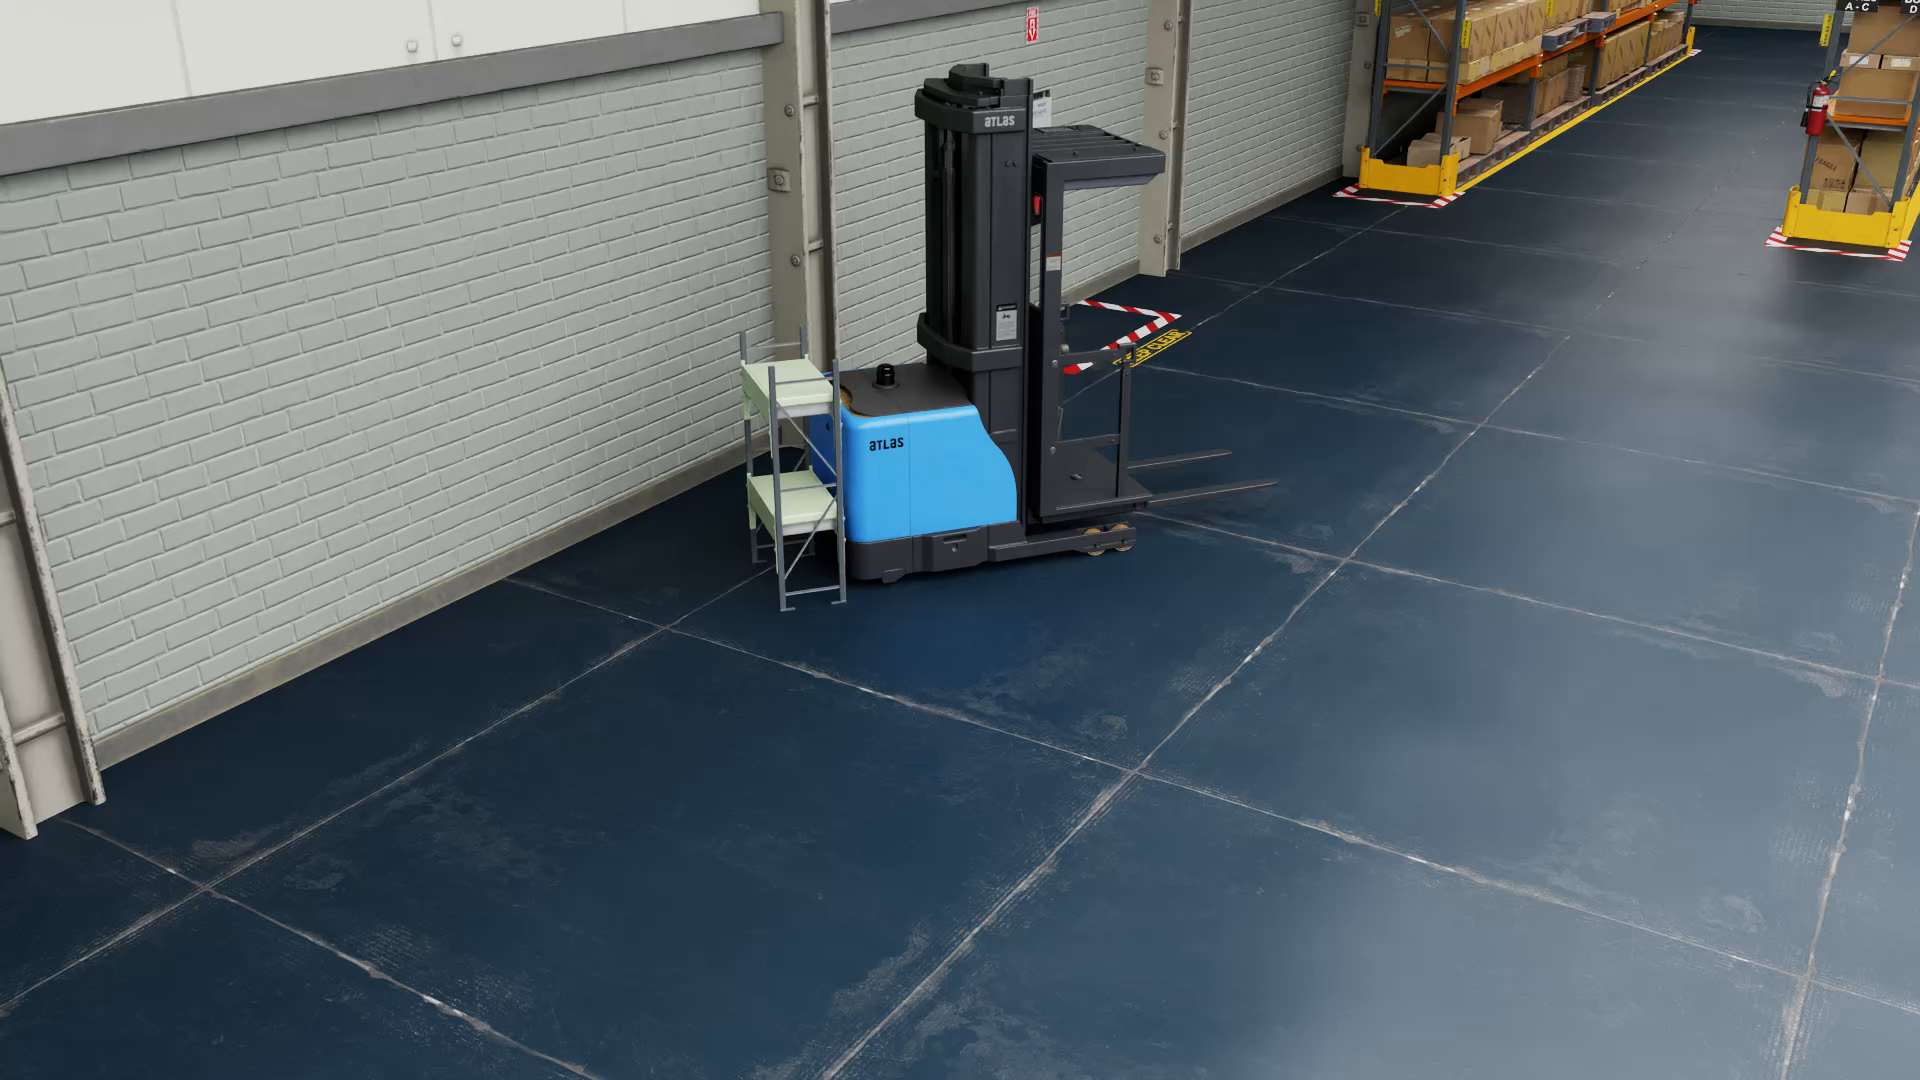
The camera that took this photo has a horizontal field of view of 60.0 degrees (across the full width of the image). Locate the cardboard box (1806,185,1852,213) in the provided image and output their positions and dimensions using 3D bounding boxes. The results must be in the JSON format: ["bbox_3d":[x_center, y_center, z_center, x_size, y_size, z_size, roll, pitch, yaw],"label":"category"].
[{"bbox_3d":[9.818,-3.901,18.918,0.500,0.250,0.500,14,27,29],"label":"cardboard box"}]

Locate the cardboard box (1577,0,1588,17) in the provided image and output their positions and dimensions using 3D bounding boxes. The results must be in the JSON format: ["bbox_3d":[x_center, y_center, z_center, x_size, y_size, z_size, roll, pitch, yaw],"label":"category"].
[{"bbox_3d":[9.284,-8.357,25.599,0.700,0.500,0.500,11,26,24],"label":"cardboard box"}]

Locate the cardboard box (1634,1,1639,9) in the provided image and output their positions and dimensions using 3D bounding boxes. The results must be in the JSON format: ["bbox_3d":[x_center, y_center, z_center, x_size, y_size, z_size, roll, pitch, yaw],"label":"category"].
[{"bbox_3d":[11.405,-9.197,28.509,0.380,0.149,0.250,14,27,29],"label":"cardboard box"}]

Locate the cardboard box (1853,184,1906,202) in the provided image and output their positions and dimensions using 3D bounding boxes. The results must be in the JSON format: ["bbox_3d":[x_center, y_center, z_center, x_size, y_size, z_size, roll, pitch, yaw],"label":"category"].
[{"bbox_3d":[10.519,-3.962,19.059,0.500,0.250,0.500,14,27,29],"label":"cardboard box"}]

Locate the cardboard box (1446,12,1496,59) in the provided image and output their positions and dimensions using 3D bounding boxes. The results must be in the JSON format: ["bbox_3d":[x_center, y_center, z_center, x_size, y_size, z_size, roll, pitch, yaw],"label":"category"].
[{"bbox_3d":[6.352,-6.312,20.773,0.500,0.500,0.500,14,27,29],"label":"cardboard box"}]

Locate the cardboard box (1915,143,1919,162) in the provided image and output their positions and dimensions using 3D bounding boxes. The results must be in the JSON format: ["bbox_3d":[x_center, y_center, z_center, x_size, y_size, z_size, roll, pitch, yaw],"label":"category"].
[{"bbox_3d":[11.303,-4.814,20.084,0.500,0.500,0.500,14,27,29],"label":"cardboard box"}]

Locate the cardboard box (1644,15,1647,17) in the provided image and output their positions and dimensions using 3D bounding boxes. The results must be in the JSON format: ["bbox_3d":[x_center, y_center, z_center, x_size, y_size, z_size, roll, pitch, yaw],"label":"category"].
[{"bbox_3d":[12.960,-9.906,31.659,0.380,0.149,0.250,14,27,29],"label":"cardboard box"}]

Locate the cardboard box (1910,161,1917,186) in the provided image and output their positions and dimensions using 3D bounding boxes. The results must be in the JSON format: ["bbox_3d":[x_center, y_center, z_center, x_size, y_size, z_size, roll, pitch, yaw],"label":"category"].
[{"bbox_3d":[11.314,-4.467,20.226,0.500,0.250,0.500,14,27,29],"label":"cardboard box"}]

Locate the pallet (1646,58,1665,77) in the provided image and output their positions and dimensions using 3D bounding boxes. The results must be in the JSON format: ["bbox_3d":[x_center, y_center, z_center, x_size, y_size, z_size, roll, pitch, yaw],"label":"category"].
[{"bbox_3d":[12.373,-8.775,30.754,1.003,0.211,1.213,14,27,29],"label":"pallet"}]

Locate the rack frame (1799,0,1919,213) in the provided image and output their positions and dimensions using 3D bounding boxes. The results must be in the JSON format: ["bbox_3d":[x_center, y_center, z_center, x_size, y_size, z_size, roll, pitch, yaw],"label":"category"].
[{"bbox_3d":[9.786,-4.727,17.894,1.000,3.000,0.127,14,27,29],"label":"rack frame"}]

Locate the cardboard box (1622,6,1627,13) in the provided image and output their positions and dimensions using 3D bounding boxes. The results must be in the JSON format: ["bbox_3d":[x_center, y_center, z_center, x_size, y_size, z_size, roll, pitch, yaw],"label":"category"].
[{"bbox_3d":[10.966,-8.941,27.918,0.380,0.149,0.250,14,27,29],"label":"cardboard box"}]

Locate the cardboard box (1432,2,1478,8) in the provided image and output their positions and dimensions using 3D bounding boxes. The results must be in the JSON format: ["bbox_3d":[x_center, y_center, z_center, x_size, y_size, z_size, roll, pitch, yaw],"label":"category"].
[{"bbox_3d":[6.452,-6.766,21.822,0.500,0.500,0.500,14,27,30],"label":"cardboard box"}]

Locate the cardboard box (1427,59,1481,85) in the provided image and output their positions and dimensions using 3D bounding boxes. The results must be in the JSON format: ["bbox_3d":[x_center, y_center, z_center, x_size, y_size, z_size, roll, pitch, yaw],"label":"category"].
[{"bbox_3d":[6.103,-5.803,20.542,0.500,0.250,0.500,13,27,27],"label":"cardboard box"}]

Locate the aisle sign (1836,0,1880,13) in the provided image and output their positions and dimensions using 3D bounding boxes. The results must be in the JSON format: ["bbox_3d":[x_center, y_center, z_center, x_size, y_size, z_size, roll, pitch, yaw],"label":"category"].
[{"bbox_3d":[9.502,-5.960,17.469,0.394,0.787,0.004,14,27,29],"label":"aisle sign"}]

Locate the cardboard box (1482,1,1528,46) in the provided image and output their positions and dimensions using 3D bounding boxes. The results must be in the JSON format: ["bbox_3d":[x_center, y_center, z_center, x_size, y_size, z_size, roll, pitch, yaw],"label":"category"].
[{"bbox_3d":[7.166,-6.837,21.987,0.500,0.500,0.500,13,27,27],"label":"cardboard box"}]

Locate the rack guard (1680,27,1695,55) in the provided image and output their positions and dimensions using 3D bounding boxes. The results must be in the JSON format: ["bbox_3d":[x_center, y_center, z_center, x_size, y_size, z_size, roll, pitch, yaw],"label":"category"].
[{"bbox_3d":[14.028,-10.025,33.279,1.175,0.500,0.348,14,27,29],"label":"rack guard"}]

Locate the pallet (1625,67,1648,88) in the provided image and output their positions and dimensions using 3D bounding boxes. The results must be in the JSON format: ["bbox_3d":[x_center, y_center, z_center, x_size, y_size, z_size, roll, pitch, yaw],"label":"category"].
[{"bbox_3d":[11.563,-8.258,29.561,1.003,0.211,1.213,14,27,29],"label":"pallet"}]

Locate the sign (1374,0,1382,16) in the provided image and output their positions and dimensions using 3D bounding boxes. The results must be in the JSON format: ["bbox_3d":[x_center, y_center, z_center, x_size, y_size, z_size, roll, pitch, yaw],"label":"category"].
[{"bbox_3d":[5.115,-6.564,20.281,0.100,0.325,0.005,14,27,29],"label":"sign"}]

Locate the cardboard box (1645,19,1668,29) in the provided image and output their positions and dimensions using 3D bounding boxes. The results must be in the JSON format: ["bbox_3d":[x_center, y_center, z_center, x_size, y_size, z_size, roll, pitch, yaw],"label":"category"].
[{"bbox_3d":[12.998,-9.642,31.049,0.380,0.149,0.250,13,27,27],"label":"cardboard box"}]

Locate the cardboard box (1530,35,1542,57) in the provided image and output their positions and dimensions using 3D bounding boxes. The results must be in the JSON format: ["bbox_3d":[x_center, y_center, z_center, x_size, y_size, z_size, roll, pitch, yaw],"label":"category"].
[{"bbox_3d":[7.693,-6.831,22.918,0.500,0.250,0.500,14,27,29],"label":"cardboard box"}]

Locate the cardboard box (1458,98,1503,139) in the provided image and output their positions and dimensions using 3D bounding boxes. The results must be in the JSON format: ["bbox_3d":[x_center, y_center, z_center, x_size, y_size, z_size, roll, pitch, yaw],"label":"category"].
[{"bbox_3d":[7.172,-5.810,22.989,0.500,0.500,0.500,12,26,25],"label":"cardboard box"}]

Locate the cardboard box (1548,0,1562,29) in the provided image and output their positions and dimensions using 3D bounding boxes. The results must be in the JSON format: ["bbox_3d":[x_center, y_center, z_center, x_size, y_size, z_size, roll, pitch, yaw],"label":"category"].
[{"bbox_3d":[8.284,-7.714,24.113,0.700,0.500,0.500,17,29,34],"label":"cardboard box"}]

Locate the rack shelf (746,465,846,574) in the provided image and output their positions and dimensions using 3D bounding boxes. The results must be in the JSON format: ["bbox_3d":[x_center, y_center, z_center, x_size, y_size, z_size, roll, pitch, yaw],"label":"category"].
[{"bbox_3d":[-0.991,-0.134,9.991,0.431,0.370,0.720,-8,25,-18],"label":"rack shelf"}]

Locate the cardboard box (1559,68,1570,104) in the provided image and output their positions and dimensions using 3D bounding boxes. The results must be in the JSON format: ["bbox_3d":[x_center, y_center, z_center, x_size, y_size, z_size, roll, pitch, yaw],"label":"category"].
[{"bbox_3d":[9.090,-7.116,26.004,0.700,0.500,0.500,14,27,29],"label":"cardboard box"}]

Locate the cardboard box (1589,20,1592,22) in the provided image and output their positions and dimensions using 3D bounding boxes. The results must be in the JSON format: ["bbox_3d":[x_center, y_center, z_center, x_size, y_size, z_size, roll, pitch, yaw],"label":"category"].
[{"bbox_3d":[10.166,-8.421,26.717,0.380,0.149,0.250,13,27,28],"label":"cardboard box"}]

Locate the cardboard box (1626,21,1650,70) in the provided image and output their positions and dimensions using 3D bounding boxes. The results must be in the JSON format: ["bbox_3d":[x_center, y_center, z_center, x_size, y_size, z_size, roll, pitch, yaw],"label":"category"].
[{"bbox_3d":[11.673,-8.774,29.419,0.750,0.750,0.750,14,27,30],"label":"cardboard box"}]

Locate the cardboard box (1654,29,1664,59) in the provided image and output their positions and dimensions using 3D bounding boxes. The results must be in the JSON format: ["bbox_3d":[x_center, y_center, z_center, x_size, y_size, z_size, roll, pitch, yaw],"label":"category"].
[{"bbox_3d":[12.655,-9.260,30.982,0.700,0.500,0.500,14,27,28],"label":"cardboard box"}]

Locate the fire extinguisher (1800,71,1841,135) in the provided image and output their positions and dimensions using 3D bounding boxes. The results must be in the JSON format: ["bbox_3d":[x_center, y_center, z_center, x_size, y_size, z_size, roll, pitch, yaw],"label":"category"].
[{"bbox_3d":[9.329,-4.749,18.042,0.296,0.674,0.183,14,27,29],"label":"fire extinguisher"}]

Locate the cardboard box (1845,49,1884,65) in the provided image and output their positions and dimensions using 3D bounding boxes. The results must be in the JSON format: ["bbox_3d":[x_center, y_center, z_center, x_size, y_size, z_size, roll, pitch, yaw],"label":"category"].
[{"bbox_3d":[9.963,-5.328,18.340,0.380,0.149,0.250,15,27,30],"label":"cardboard box"}]

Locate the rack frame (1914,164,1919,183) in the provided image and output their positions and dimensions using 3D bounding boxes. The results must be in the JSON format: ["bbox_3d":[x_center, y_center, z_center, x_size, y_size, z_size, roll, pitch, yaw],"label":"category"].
[{"bbox_3d":[11.896,-6.077,21.013,1.000,3.000,0.127,14,27,29],"label":"rack frame"}]

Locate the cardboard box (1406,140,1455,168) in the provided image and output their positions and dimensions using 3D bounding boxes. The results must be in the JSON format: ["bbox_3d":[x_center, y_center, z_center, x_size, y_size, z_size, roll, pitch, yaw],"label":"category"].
[{"bbox_3d":[6.017,-4.947,21.232,0.500,0.311,0.500,11,26,23],"label":"cardboard box"}]

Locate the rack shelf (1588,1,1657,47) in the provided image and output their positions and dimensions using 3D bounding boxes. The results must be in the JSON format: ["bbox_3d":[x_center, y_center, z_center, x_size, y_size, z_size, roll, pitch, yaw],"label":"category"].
[{"bbox_3d":[10.851,-8.809,28.229,1.077,0.370,4.000,14,27,29],"label":"rack shelf"}]

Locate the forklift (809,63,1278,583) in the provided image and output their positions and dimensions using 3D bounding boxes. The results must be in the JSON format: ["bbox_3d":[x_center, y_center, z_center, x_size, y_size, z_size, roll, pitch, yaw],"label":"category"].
[{"bbox_3d":[0.589,-1.434,10.374,3.031,2.935,1.130,-9,25,-19],"label":"forklift"}]

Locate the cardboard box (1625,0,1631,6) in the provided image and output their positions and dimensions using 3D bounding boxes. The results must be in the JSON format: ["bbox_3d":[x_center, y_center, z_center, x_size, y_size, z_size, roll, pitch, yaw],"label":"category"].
[{"bbox_3d":[10.816,-9.108,27.489,0.500,0.500,0.500,14,27,29],"label":"cardboard box"}]

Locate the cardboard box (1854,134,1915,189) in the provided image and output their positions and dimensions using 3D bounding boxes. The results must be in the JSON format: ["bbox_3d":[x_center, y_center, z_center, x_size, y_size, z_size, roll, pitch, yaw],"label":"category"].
[{"bbox_3d":[10.520,-4.306,18.909,0.500,0.500,0.500,14,27,29],"label":"cardboard box"}]

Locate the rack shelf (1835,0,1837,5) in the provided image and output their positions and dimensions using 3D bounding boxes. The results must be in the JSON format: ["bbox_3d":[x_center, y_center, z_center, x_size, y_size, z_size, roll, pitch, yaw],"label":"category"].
[{"bbox_3d":[10.841,-6.449,19.001,1.077,0.370,4.000,14,27,29],"label":"rack shelf"}]

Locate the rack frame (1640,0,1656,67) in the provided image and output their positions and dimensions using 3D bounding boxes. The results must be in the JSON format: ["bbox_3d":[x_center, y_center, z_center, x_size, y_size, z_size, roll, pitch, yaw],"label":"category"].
[{"bbox_3d":[11.906,-9.814,29.645,1.000,3.000,0.127,14,27,29],"label":"rack frame"}]

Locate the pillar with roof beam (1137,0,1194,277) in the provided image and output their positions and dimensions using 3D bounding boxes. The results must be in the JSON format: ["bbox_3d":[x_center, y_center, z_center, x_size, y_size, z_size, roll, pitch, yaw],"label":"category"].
[{"bbox_3d":[5.702,-6.008,13.300,9.100,9.000,0.400,14,27,29],"label":"pillar with roof beam"}]

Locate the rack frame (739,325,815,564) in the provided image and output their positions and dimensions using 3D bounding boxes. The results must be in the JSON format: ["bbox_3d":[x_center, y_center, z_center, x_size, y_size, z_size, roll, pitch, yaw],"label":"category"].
[{"bbox_3d":[-1.113,-0.570,10.179,0.400,1.500,0.023,-8,25,-18],"label":"rack frame"}]

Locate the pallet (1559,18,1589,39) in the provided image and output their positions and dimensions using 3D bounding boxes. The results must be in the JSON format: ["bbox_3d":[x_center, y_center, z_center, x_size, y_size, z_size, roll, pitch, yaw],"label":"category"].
[{"bbox_3d":[8.786,-7.700,25.001,1.003,0.211,1.213,14,27,29],"label":"pallet"}]

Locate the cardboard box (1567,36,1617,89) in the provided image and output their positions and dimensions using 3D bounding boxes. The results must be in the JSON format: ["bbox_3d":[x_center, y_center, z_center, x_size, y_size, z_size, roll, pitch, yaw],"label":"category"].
[{"bbox_3d":[10.295,-7.891,27.380,0.750,0.750,0.750,13,27,28],"label":"cardboard box"}]

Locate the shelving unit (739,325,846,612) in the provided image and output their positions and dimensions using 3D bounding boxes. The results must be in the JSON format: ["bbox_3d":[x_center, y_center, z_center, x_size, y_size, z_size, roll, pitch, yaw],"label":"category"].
[{"bbox_3d":[-0.991,-0.433,9.862,0.431,1.500,0.755,-8,25,-18],"label":"shelving unit"}]

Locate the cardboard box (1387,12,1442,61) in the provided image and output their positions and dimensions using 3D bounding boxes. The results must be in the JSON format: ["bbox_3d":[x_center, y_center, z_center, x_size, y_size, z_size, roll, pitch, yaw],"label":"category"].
[{"bbox_3d":[5.644,-6.252,20.637,0.500,0.500,0.500,14,27,28],"label":"cardboard box"}]

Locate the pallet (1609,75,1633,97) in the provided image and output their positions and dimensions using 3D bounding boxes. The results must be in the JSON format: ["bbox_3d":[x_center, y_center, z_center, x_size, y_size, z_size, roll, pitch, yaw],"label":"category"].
[{"bbox_3d":[10.920,-7.845,28.606,1.003,0.211,1.213,14,27,29],"label":"pallet"}]

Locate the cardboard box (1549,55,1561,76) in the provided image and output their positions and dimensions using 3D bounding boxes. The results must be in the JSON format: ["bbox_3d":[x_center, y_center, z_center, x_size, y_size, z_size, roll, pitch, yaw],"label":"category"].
[{"bbox_3d":[8.839,-7.255,25.383,0.500,0.250,0.500,14,27,29],"label":"cardboard box"}]

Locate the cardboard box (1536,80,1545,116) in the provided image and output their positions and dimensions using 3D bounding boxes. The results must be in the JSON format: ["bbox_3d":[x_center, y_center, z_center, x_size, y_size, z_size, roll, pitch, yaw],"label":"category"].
[{"bbox_3d":[8.290,-6.606,24.826,0.700,0.500,0.500,13,27,28],"label":"cardboard box"}]

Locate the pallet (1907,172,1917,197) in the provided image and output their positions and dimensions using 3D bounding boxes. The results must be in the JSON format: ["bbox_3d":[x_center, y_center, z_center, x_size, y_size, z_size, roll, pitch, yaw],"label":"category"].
[{"bbox_3d":[11.441,-4.538,20.967,1.003,0.211,1.213,14,27,29],"label":"pallet"}]

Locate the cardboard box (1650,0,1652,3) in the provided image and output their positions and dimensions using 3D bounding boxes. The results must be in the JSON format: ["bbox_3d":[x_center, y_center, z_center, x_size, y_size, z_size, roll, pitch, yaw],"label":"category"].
[{"bbox_3d":[11.968,-9.535,29.290,0.380,0.149,0.250,14,27,29],"label":"cardboard box"}]

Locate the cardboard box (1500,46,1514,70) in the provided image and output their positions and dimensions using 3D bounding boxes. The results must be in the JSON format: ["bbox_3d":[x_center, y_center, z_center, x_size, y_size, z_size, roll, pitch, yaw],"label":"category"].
[{"bbox_3d":[6.907,-6.322,21.741,0.500,0.250,0.500,14,27,29],"label":"cardboard box"}]

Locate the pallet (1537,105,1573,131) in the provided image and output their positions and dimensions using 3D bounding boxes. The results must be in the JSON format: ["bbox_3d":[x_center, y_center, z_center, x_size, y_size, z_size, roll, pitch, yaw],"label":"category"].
[{"bbox_3d":[8.738,-6.511,25.525,1.003,0.211,1.213,14,27,29],"label":"pallet"}]

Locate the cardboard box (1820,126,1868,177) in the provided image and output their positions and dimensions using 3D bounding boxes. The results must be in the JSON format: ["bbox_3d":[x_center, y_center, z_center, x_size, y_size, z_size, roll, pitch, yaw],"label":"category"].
[{"bbox_3d":[10.331,-4.586,19.557,0.500,0.500,0.500,14,27,29],"label":"cardboard box"}]

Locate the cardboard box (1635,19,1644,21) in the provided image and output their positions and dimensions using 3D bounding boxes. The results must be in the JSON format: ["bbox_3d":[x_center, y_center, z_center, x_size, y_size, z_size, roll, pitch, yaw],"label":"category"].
[{"bbox_3d":[12.557,-9.649,31.063,0.380,0.149,0.250,13,27,27],"label":"cardboard box"}]

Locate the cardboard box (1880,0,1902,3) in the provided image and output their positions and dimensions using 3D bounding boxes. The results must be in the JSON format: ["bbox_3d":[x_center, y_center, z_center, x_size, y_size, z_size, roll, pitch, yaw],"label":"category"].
[{"bbox_3d":[10.344,-5.720,18.428,0.700,0.500,0.500,13,27,28],"label":"cardboard box"}]

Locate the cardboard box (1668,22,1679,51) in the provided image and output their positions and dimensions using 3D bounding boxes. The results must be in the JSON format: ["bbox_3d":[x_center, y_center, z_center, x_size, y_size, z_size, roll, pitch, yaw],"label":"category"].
[{"bbox_3d":[13.467,-9.784,32.193,0.700,0.500,0.500,14,27,29],"label":"cardboard box"}]
